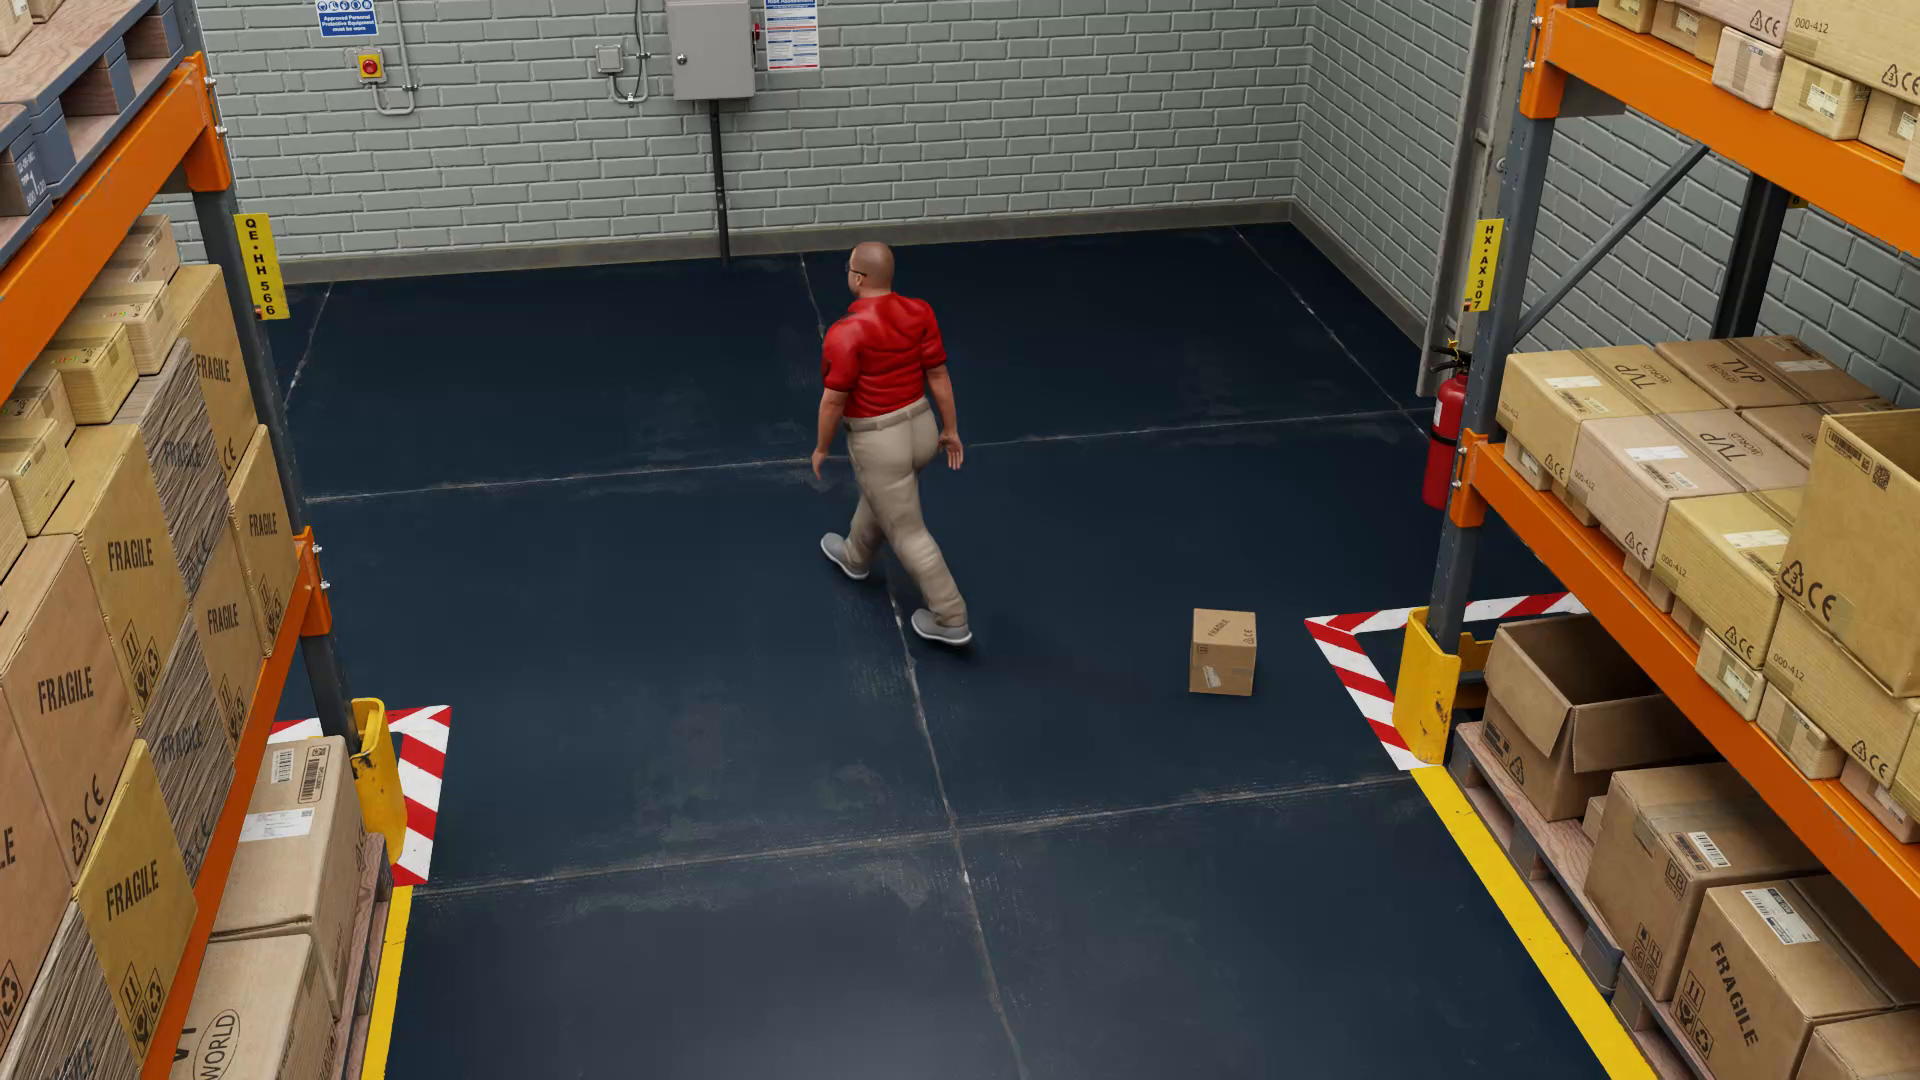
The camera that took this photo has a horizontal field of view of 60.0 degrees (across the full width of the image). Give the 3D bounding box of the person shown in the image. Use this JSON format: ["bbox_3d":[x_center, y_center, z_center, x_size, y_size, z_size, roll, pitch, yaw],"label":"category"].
[{"bbox_3d":[-0.330,-0.430,6.890,1.072,1.661,0.569,25,39,36],"label":"person"}]
